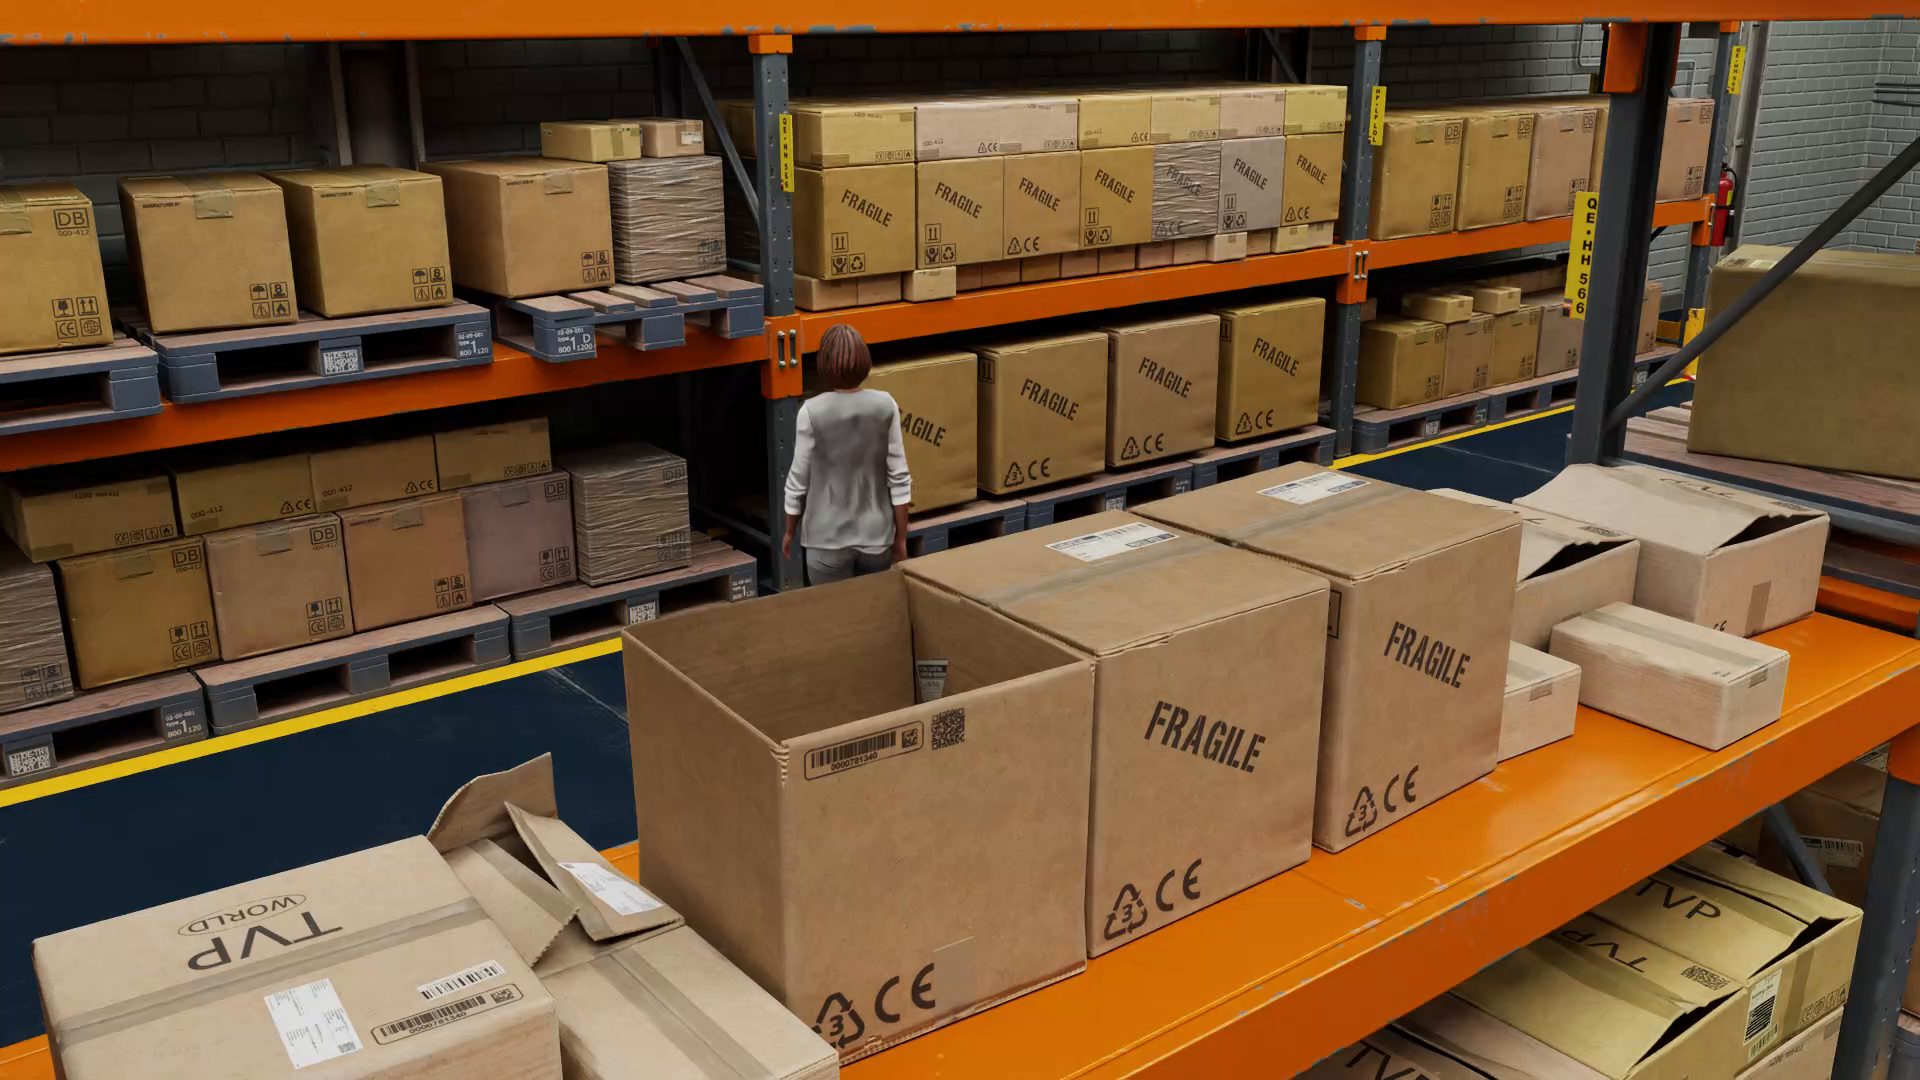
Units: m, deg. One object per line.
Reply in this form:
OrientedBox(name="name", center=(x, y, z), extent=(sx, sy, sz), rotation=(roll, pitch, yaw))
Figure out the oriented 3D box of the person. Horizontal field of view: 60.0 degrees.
OrientedBox(name="person", center=(-0.405, 0.034, 5.984), extent=(0.425, 1.647, 0.530), rotation=(-8, 19, -22))
